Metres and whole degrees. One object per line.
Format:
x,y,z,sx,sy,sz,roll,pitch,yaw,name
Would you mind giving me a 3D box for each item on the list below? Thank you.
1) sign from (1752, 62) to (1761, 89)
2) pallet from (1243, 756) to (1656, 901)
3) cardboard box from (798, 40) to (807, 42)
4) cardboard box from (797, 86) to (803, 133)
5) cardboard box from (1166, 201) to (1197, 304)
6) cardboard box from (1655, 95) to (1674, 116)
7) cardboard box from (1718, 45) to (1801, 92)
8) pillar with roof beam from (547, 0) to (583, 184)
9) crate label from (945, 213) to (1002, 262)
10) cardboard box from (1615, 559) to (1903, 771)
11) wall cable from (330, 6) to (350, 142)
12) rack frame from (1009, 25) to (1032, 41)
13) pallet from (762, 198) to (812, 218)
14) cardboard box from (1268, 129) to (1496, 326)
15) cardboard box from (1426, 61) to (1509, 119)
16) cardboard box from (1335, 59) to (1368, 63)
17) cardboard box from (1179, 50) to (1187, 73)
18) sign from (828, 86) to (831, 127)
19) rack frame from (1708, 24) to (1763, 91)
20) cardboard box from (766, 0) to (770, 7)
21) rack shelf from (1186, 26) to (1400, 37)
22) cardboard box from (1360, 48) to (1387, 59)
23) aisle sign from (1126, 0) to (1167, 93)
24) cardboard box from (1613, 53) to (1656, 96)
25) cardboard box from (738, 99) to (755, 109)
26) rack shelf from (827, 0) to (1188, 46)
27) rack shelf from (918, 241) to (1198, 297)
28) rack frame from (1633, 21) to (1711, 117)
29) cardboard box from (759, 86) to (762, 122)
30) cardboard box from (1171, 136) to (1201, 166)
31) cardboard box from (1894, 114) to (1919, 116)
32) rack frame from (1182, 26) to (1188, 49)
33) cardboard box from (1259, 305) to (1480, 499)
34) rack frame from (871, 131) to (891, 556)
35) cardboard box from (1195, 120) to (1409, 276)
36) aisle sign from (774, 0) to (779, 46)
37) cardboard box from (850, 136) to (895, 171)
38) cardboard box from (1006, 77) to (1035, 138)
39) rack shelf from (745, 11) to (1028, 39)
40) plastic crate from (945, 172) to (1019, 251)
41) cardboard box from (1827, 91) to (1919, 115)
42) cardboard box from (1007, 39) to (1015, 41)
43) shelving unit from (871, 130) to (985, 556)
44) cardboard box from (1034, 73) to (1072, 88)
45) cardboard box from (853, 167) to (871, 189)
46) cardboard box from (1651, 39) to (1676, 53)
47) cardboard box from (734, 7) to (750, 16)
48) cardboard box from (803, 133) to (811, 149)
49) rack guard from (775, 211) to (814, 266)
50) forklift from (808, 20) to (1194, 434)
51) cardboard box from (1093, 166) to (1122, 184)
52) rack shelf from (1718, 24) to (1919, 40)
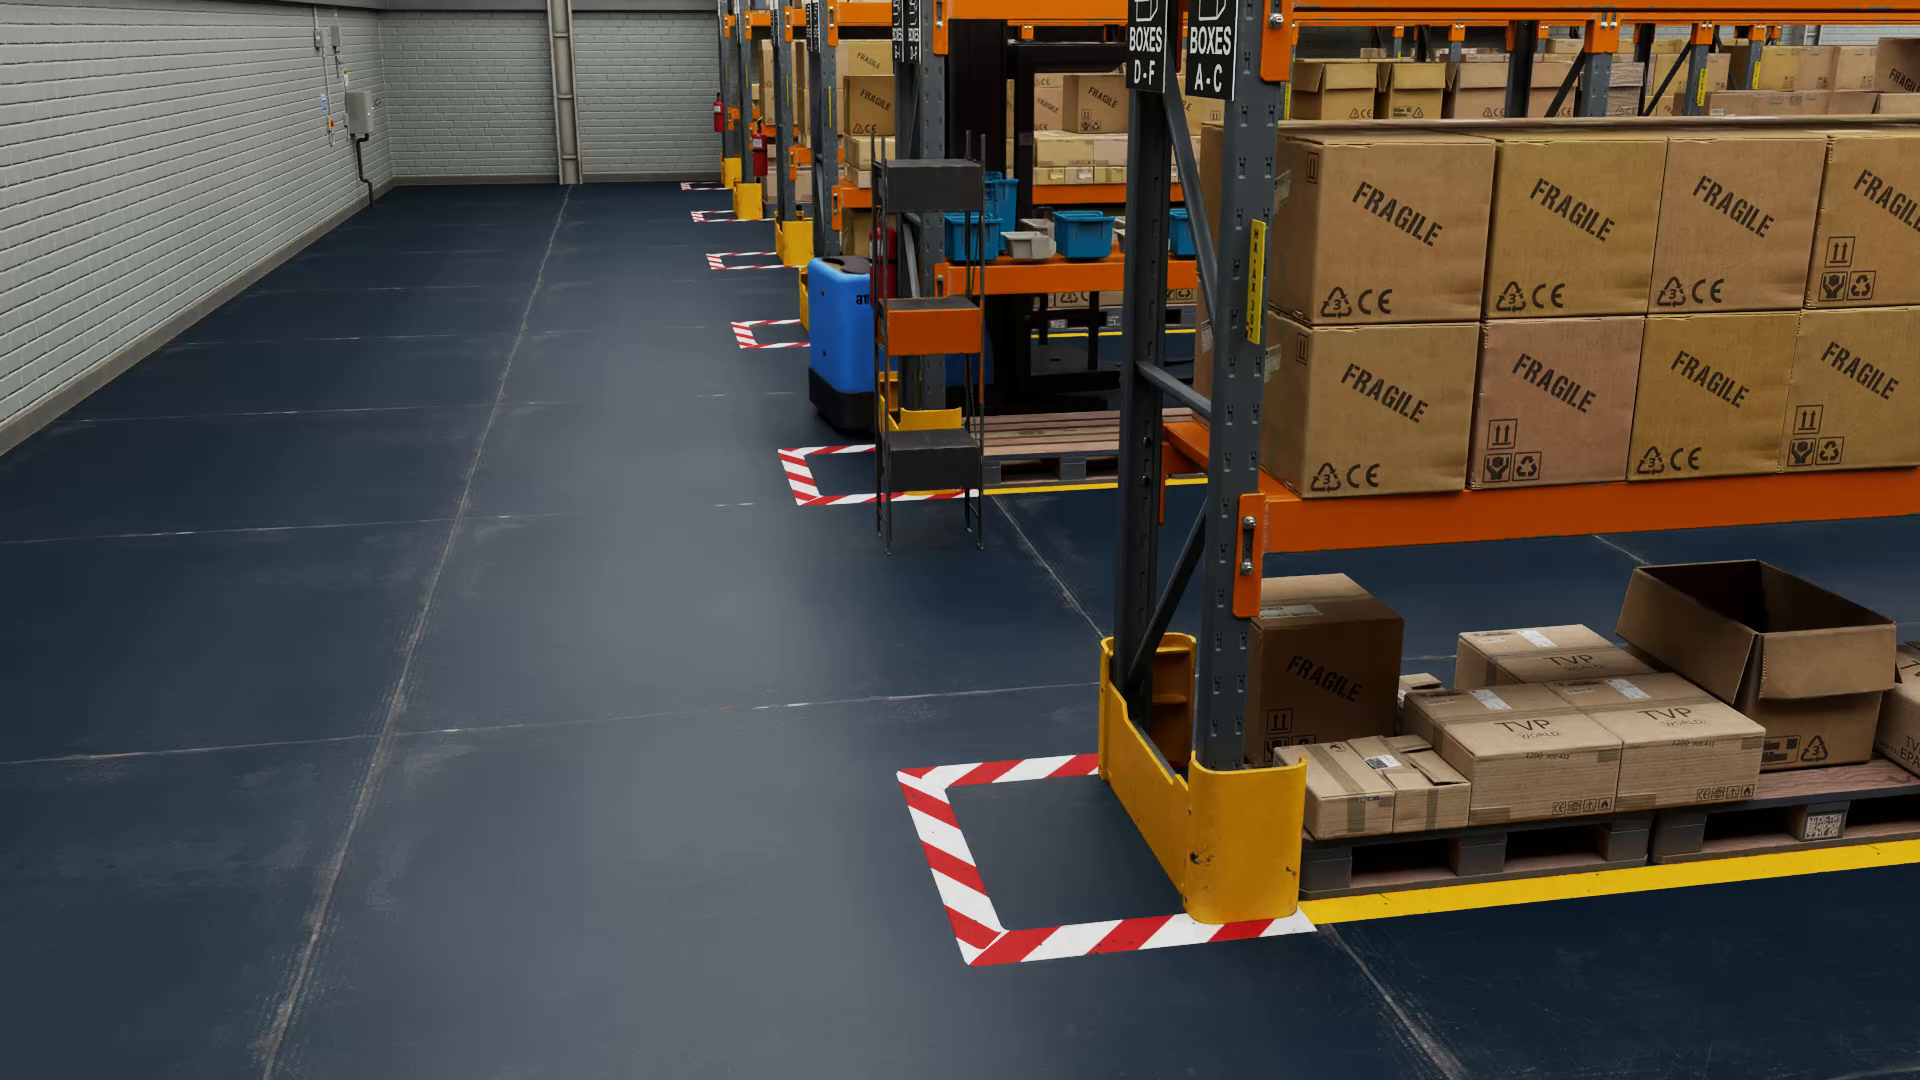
9.873,-5.761,20.622,0.005,0.325,0.100,-3,17,-10,sign
1.553,0.843,5.709,1.213,0.211,1.003,-3,17,-10,pallet
-2.138,-6.946,23.341,0.250,0.149,0.380,-3,17,-9,cardboard box
-1.629,-5.022,19.377,0.500,0.500,0.500,-3,17,-9,cardboard box
2.084,-2.691,15.369,0.875,0.875,0.875,-3,17,-10,cardboard box
8.803,-5.315,20.836,0.500,0.500,0.500,-3,17,-11,cardboard box
10.129,-6.000,21.142,0.550,0.550,0.875,-3,17,-10,cardboard box
-6.007,-9.321,23.833,0.400,9.000,9.100,-3,17,-10,pillar with roof beam
0.065,-1.737,9.541,0.303,0.233,0.416,-3,17,-10,crate label
2.779,0.425,5.822,0.637,0.503,0.797,-3,17,-10,cardboard box
-8.872,-6.727,23.875,0.122,1.984,0.588,-3,17,-10,wall cable
0.868,-6.377,24.465,0.127,3.000,1.000,-3,17,-10,rack frame
-2.290,-4.888,24.367,1.213,0.211,1.003,-3,17,-10,pallet
1.181,-0.916,4.811,0.500,0.500,0.500,-3,17,-9,cardboard box
4.656,-4.159,15.366,0.637,0.503,0.797,-3,17,-9,cardboard box
5.791,-6.980,25.036,0.500,0.500,0.500,-2,17,-8,cardboard box
3.346,-6.965,24.505,0.500,0.500,0.500,-3,17,-10,cardboard box
-1.080,-3.589,13.778,0.005,0.325,0.100,-3,17,-10,sign
9.761,-5.401,21.288,0.127,3.000,1.000,-3,17,-10,rack frame
-3.022,-9.069,27.871,0.500,0.250,0.500,-3,17,-9,cardboard box
5.813,-9.232,29.876,4.000,0.370,1.077,-3,17,-10,rack shelf
6.348,-7.473,25.536,0.250,0.149,0.380,-4,18,-13,cardboard box
0.571,-1.769,5.033,0.004,0.787,0.394,-3,17,-10,aisle sign
8.273,-5.840,20.845,0.500,0.500,0.700,-3,17,-10,cardboard box
-3.630,-7.404,28.237,0.250,0.149,0.380,-3,17,-11,cardboard box
0.784,-4.499,14.466,4.000,0.370,1.077,-3,17,-10,rack shelf
1.723,-1.637,10.258,4.000,0.370,1.077,-3,17,-10,rack shelf
6.675,-3.743,15.889,0.127,3.000,1.000,-3,17,-10,rack frame
-2.636,-6.305,24.061,0.500,0.500,0.500,-3,17,-10,cardboard box
1.856,-3.461,14.719,0.500,0.250,0.500,-3,17,-9,cardboard box
3.601,-1.216,5.788,0.500,0.500,0.500,-4,17,-12,cardboard box
3.850,-8.030,29.848,0.127,3.000,1.000,-3,17,-10,rack frame
1.181,-0.438,4.958,0.500,0.500,0.500,-3,17,-9,cardboard box
-0.402,-0.981,8.429,0.015,2.100,0.400,-3,17,-10,rack frame
1.081,-1.071,5.317,0.500,0.500,0.500,-3,17,-11,cardboard box
-2.036,-5.885,18.435,0.004,0.787,0.394,-3,17,-10,aisle sign
-0.657,-3.317,14.250,0.500,0.250,0.500,-4,17,-12,cardboard box
0.341,-3.734,14.330,0.500,0.500,0.500,-4,17,-12,cardboard box
-1.096,-7.356,23.767,4.000,0.370,1.077,-3,17,-10,rack shelf
0.053,-1.988,10.012,0.499,0.435,0.616,-3,17,-10,plastic crate
8.918,-4.093,16.137,0.637,0.503,0.797,-1,17,-5,cardboard box
0.626,-7.104,23.854,0.250,0.149,0.380,-4,17,-12,cardboard box
-0.162,-0.995,8.473,0.503,2.100,0.431,-3,17,-10,shelving unit
0.989,-5.489,19.194,0.500,0.500,0.500,-4,17,-12,cardboard box
-0.769,-3.102,14.230,0.250,0.149,0.380,-3,17,-10,cardboard box
10.694,-7.550,25.904,0.500,0.500,0.700,-3,17,-11,cardboard box
-3.648,-8.849,27.834,0.250,0.149,0.380,-3,17,-9,cardboard box
-1.641,-4.536,18.900,0.250,0.149,0.380,-3,17,-11,cardboard box
-1.947,-3.542,19.493,0.348,0.500,1.175,-3,17,-10,rack guard
0.507,-2.336,11.427,3.031,2.935,1.130,-5,18,-17,forklift
1.249,-3.217,14.604,0.250,0.149,0.380,-4,17,-11,cardboard box
11.724,-6.603,21.316,4.000,0.370,1.077,-3,17,-10,rack shelf
